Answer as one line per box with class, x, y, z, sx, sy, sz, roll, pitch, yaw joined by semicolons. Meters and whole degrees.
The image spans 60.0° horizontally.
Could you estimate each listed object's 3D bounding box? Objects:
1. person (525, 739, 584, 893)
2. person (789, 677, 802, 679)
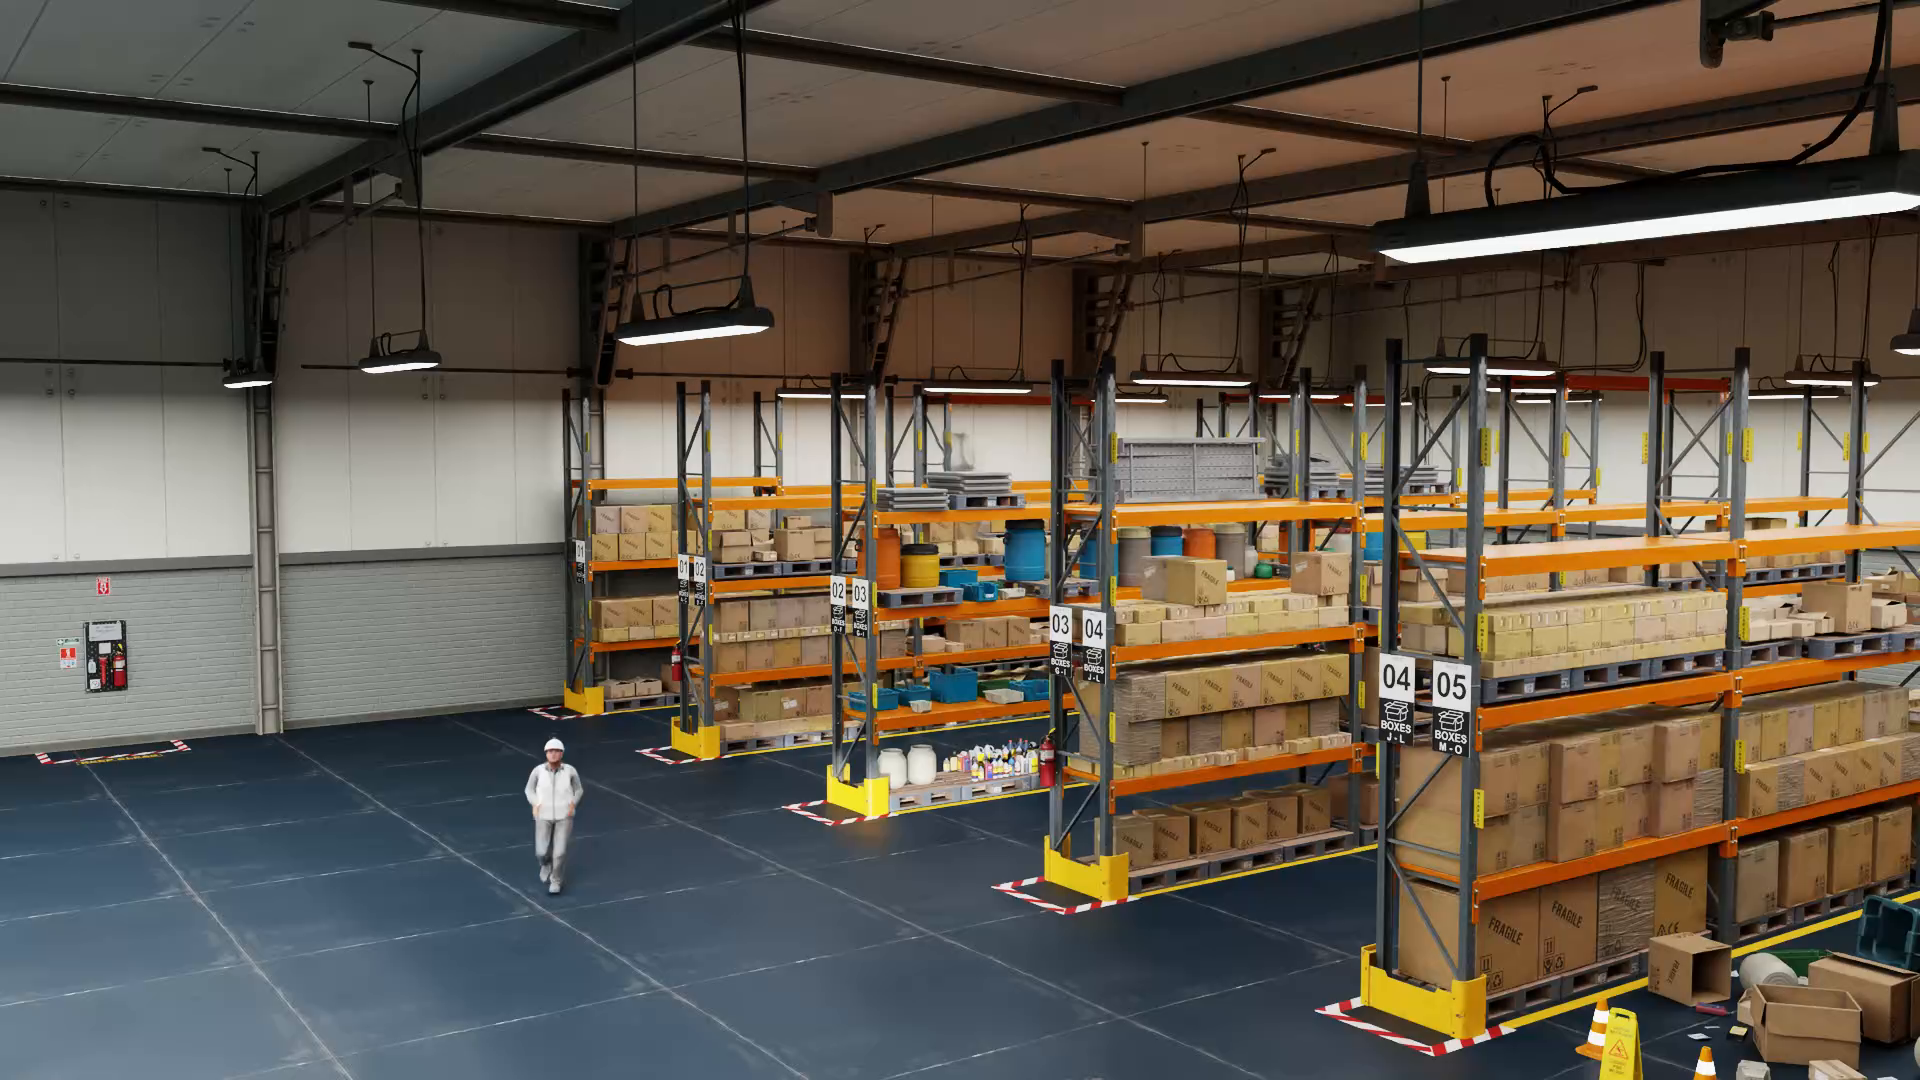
person;-4.560;3.097;18.702;0.643;1.726;0.577;-1;4;-12
person;-2.944;2.353;29.950;0.666;1.847;0.937;3;5;41
